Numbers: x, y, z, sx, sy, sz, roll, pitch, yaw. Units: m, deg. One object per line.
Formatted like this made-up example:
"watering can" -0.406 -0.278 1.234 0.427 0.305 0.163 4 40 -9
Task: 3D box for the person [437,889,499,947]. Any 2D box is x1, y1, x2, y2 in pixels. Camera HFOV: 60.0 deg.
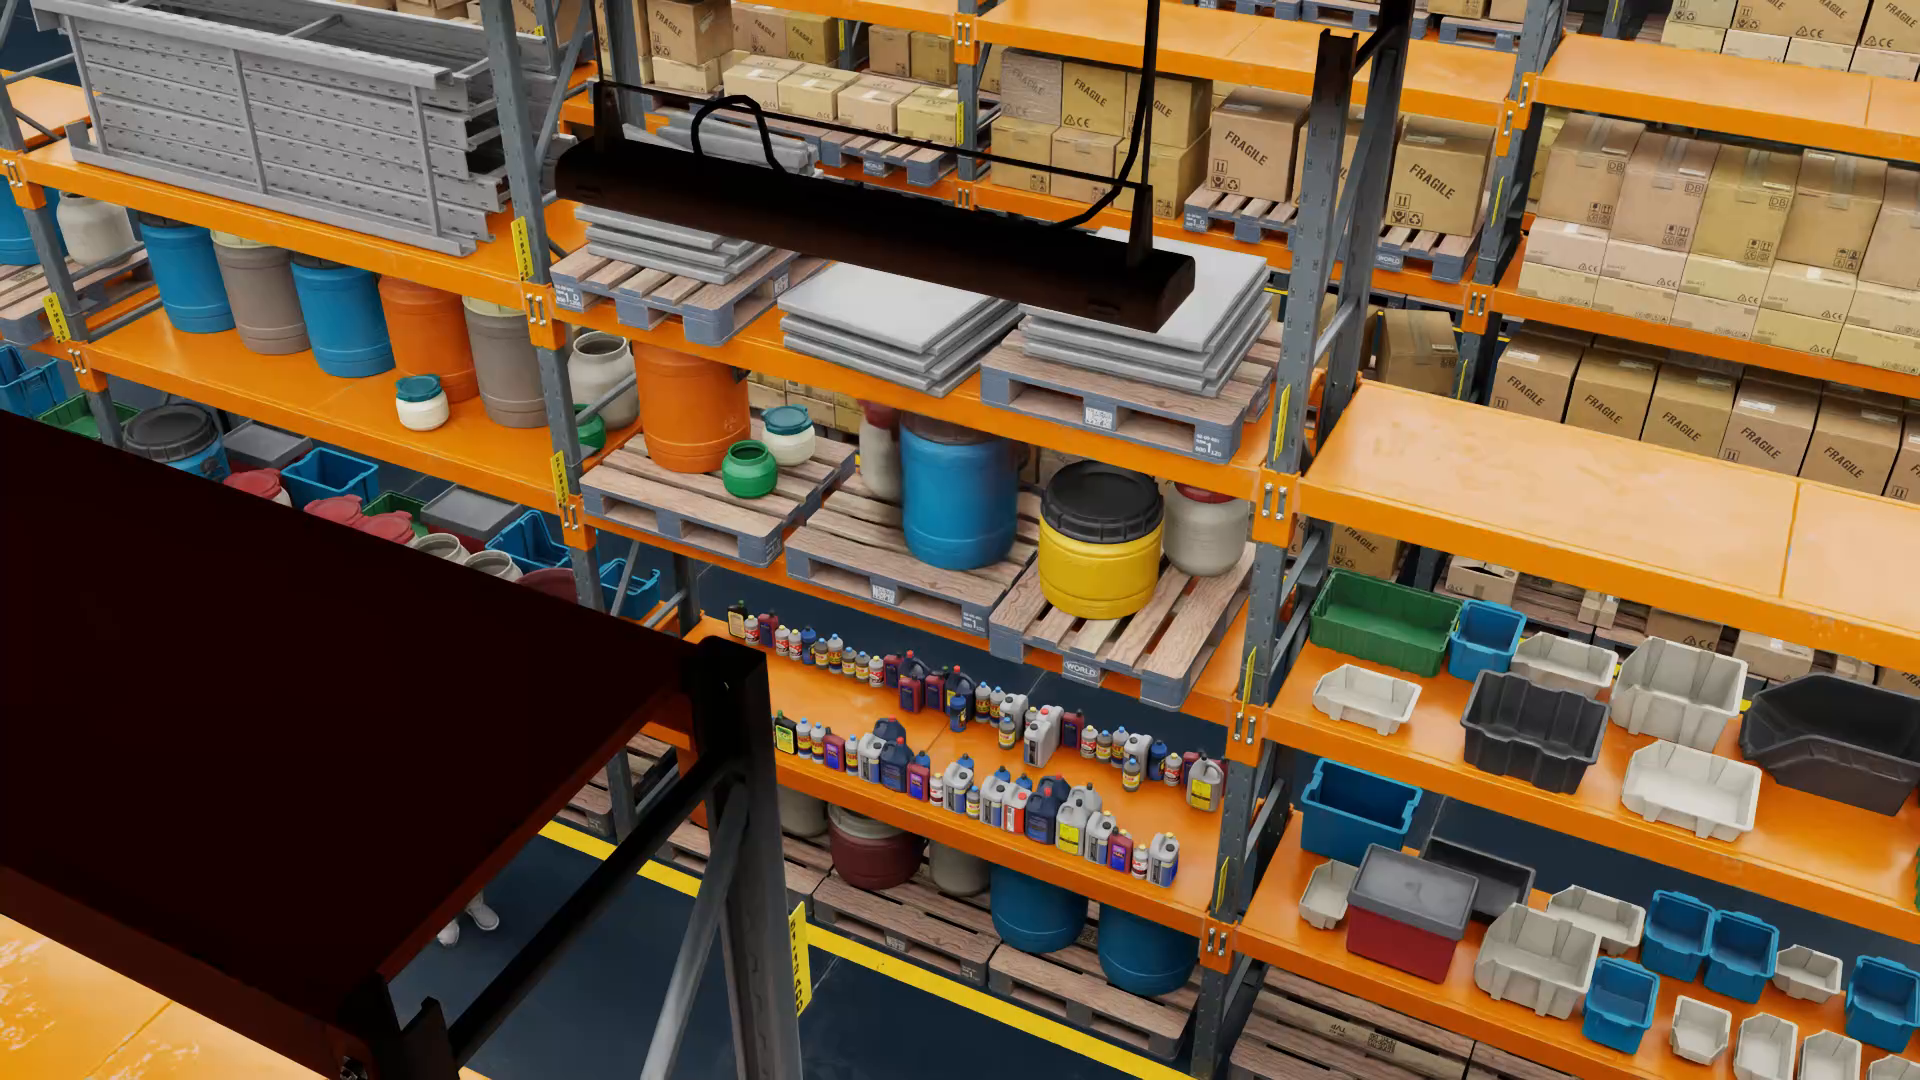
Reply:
"person" -2.978 1.693 9.906 0.481 1.758 0.573 29 45 35
